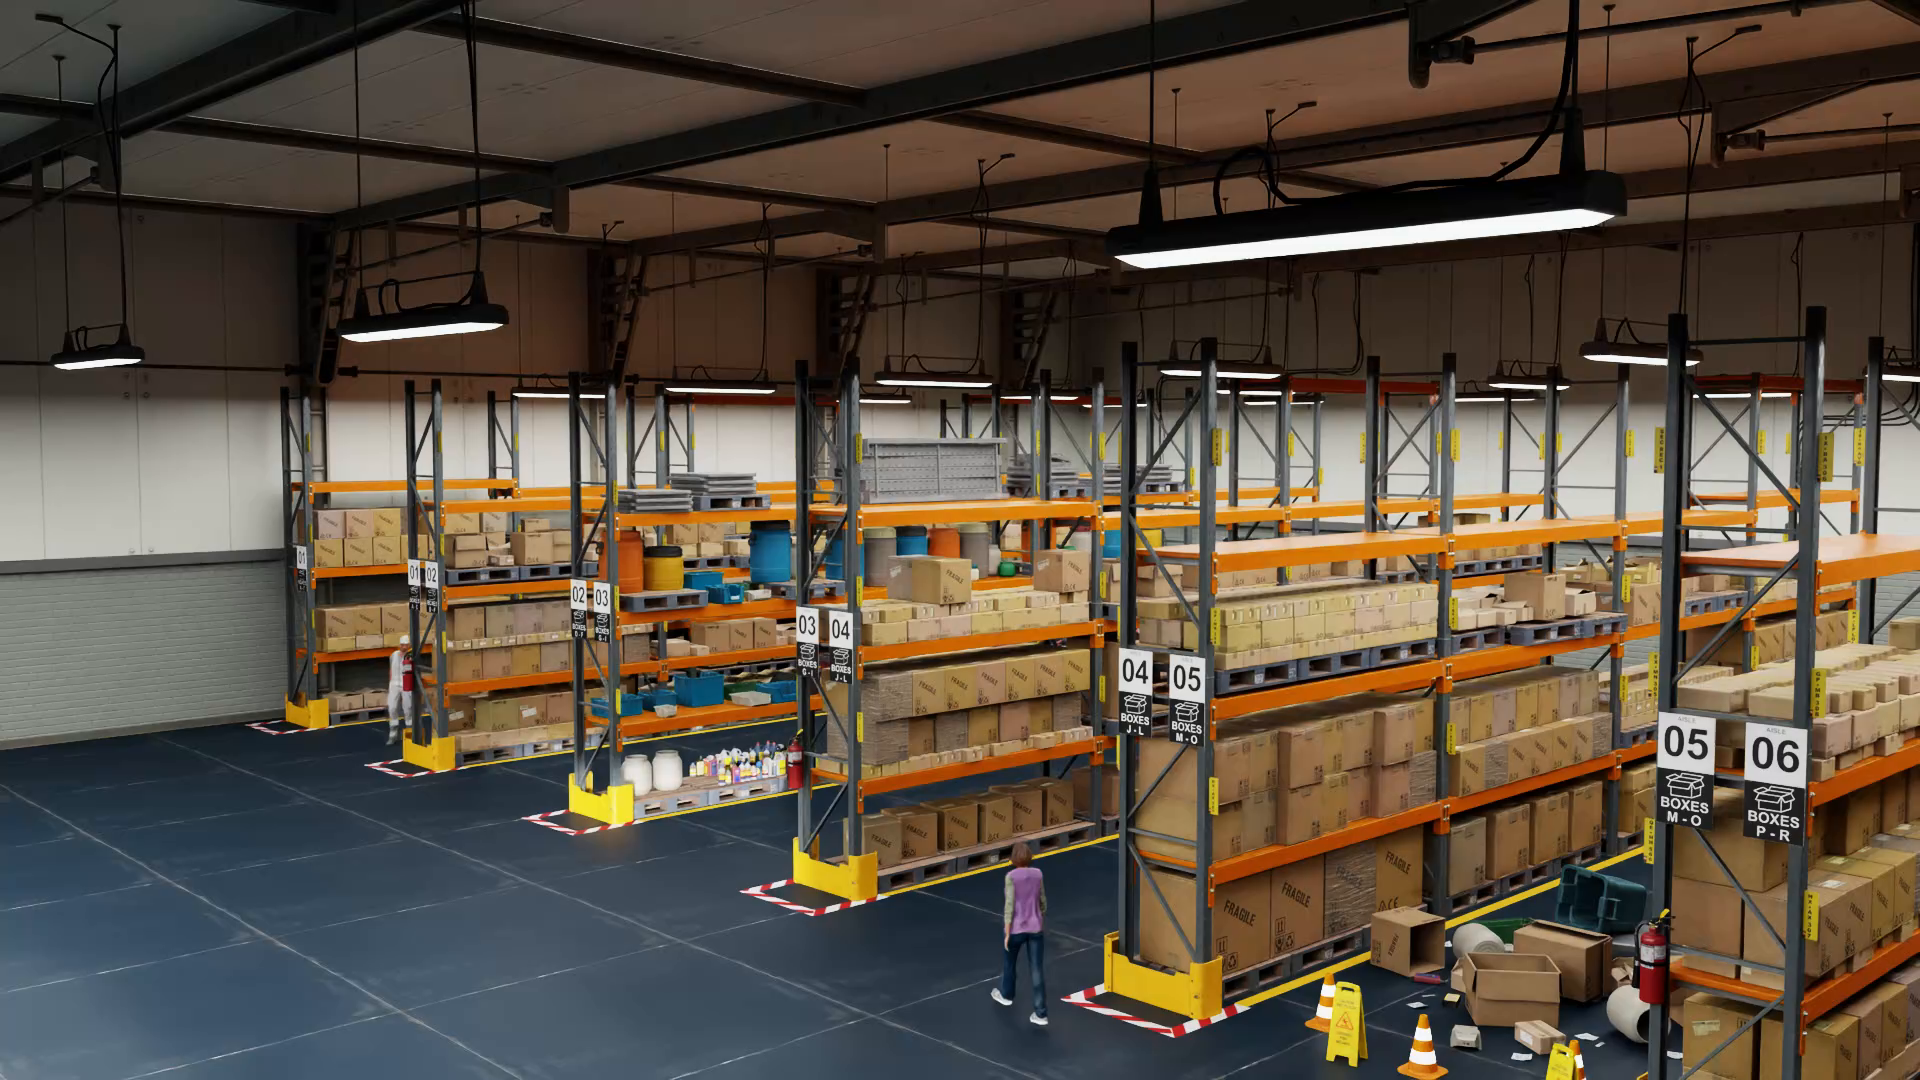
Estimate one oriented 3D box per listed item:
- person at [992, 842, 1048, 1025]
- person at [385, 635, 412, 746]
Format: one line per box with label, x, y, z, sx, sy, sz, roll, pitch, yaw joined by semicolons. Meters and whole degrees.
person;0.565;3.434;14.714;0.453;1.527;0.973;-1;4;-19
person;-9.349;2.516;27.819;0.565;1.834;0.586;0;4;3
